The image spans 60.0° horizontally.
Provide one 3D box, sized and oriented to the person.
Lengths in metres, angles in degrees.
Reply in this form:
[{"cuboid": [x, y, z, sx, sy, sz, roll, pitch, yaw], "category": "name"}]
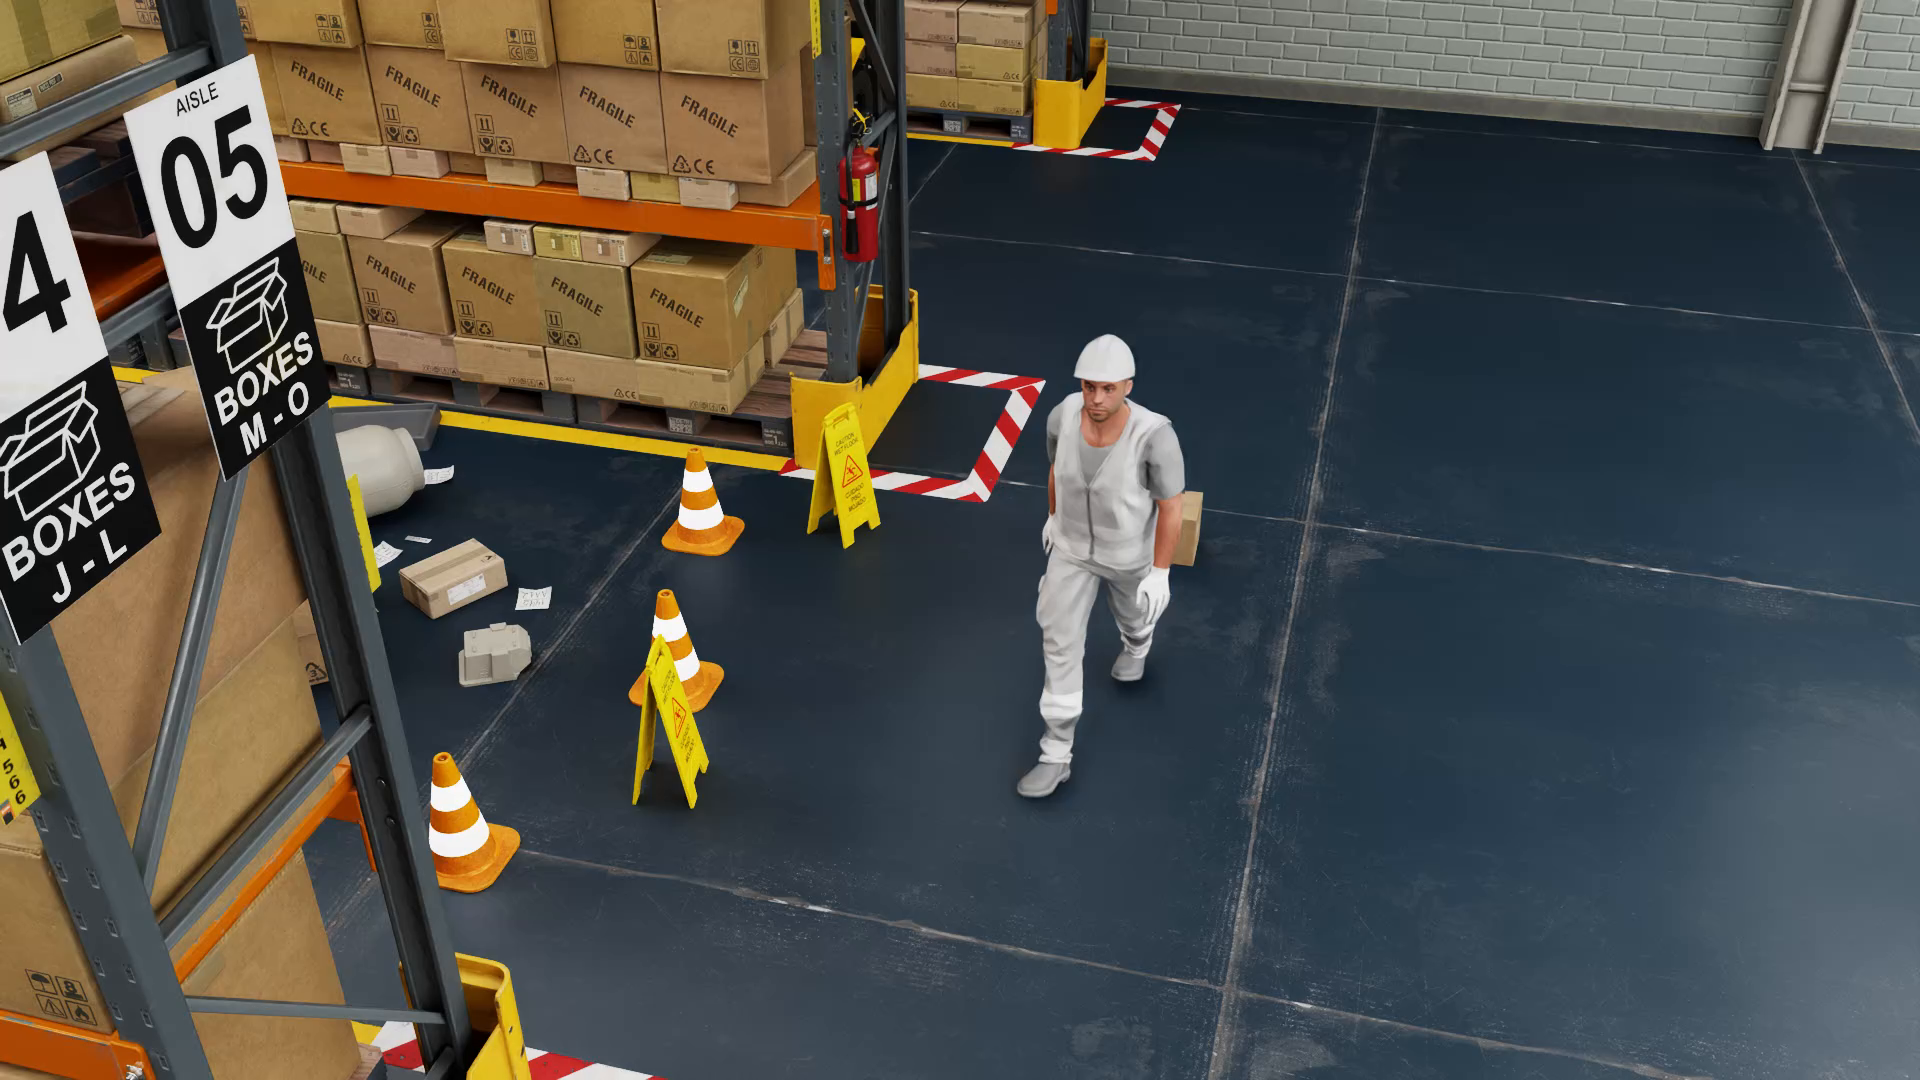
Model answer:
[{"cuboid": [0.530, 0.031, 6.090, 0.575, 1.738, 1.088, 12, 34, 18], "category": "person"}]
